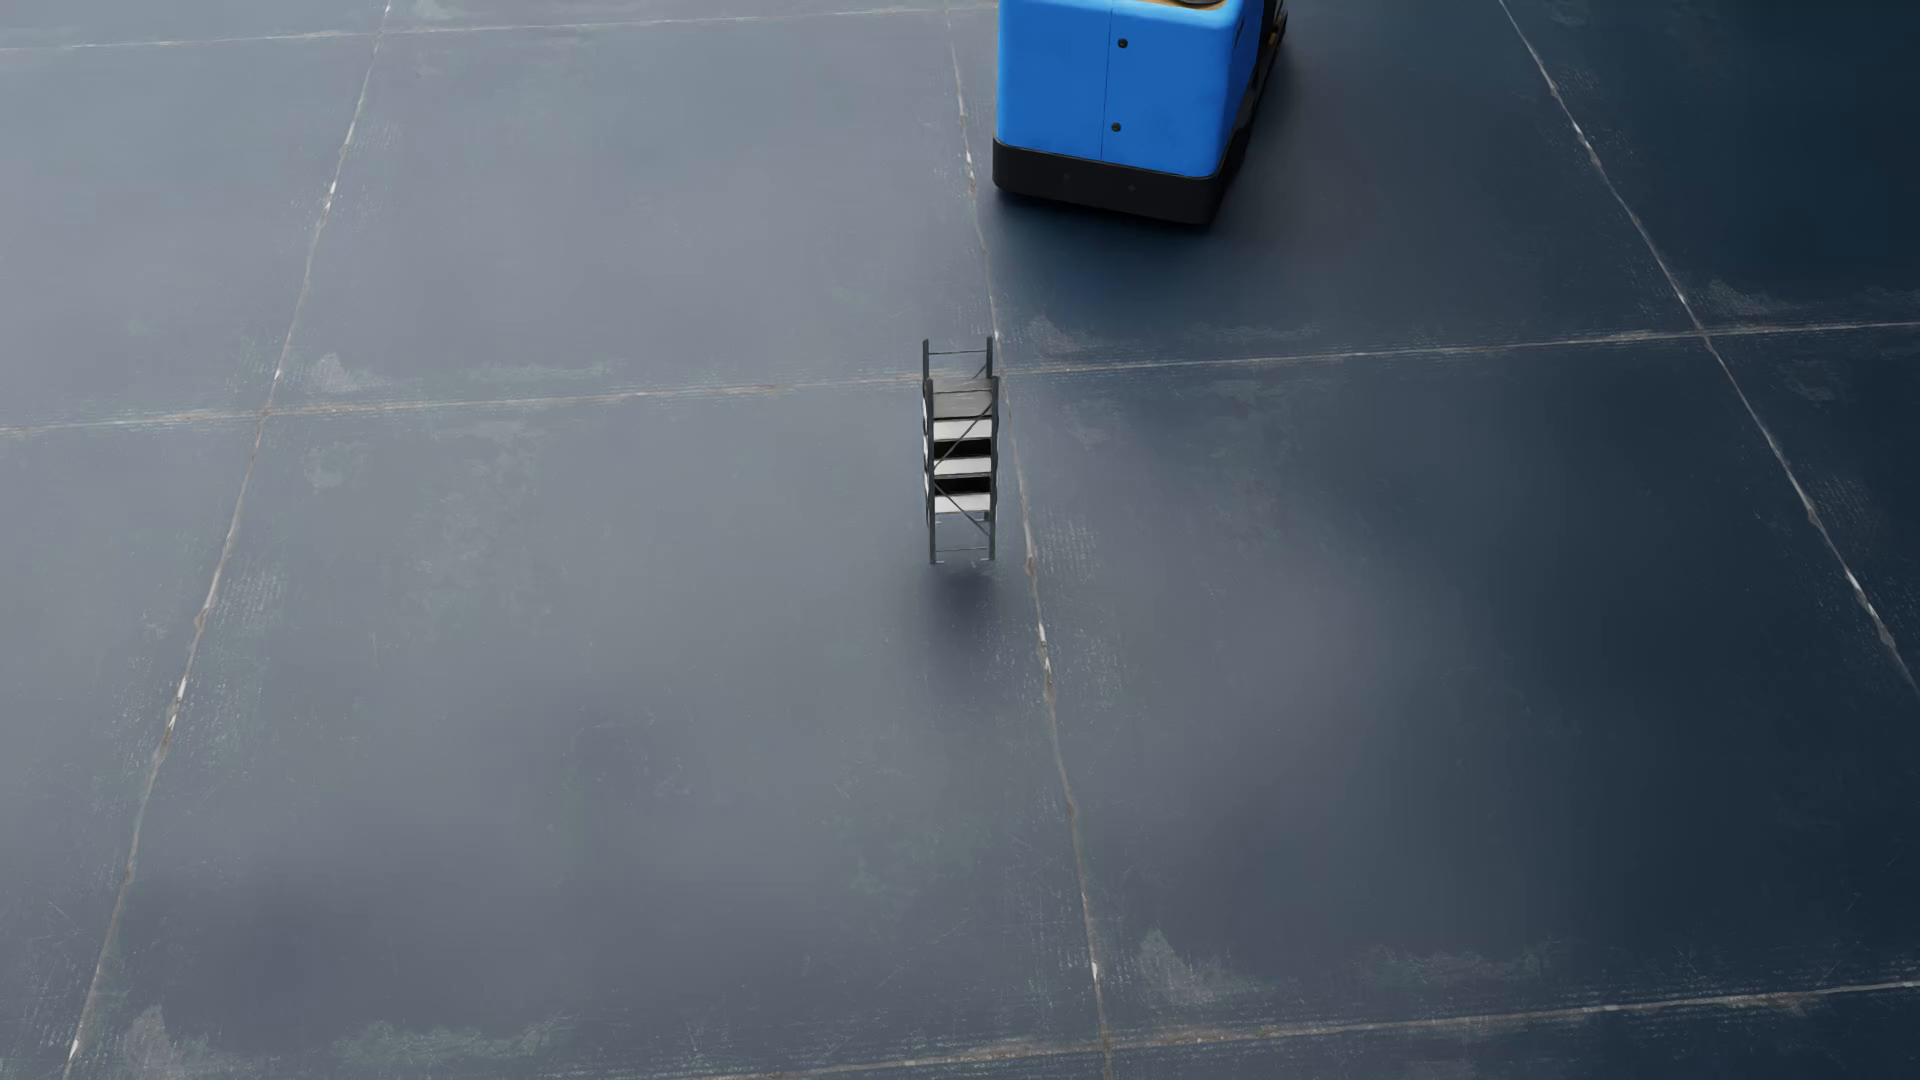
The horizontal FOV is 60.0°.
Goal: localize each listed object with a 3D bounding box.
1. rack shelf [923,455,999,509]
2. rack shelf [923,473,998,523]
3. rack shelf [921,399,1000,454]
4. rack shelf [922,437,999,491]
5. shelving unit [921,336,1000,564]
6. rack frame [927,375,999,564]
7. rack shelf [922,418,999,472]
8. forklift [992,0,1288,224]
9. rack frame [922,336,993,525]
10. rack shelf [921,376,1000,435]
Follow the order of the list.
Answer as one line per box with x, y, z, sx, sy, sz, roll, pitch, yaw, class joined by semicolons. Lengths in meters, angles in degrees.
0.001;-0.219;6.007;0.258;0.077;0.200;-3;47;-3;rack shelf
0.001;-0.157;6.073;0.258;0.077;0.200;-3;47;-3;rack shelf
0.001;-0.404;5.811;0.258;0.077;0.200;-3;47;-3;rack shelf
0.001;-0.281;5.942;0.258;0.077;0.200;-3;47;-3;rack shelf
0.001;-0.304;5.918;0.258;0.900;0.210;-3;47;-3;shelving unit
0.009;-0.230;5.848;0.240;0.900;0.006;-3;47;-3;rack frame
0.001;-0.343;5.877;0.258;0.077;0.200;-3;47;-3;rack shelf
1.073;-3.526;7.571;1.130;2.935;3.031;13;48;12;forklift
-0.008;-0.377;5.987;0.240;0.900;0.006;-3;47;-3;rack frame
0.001;-0.466;5.746;0.258;0.077;0.200;-3;47;-3;rack shelf
